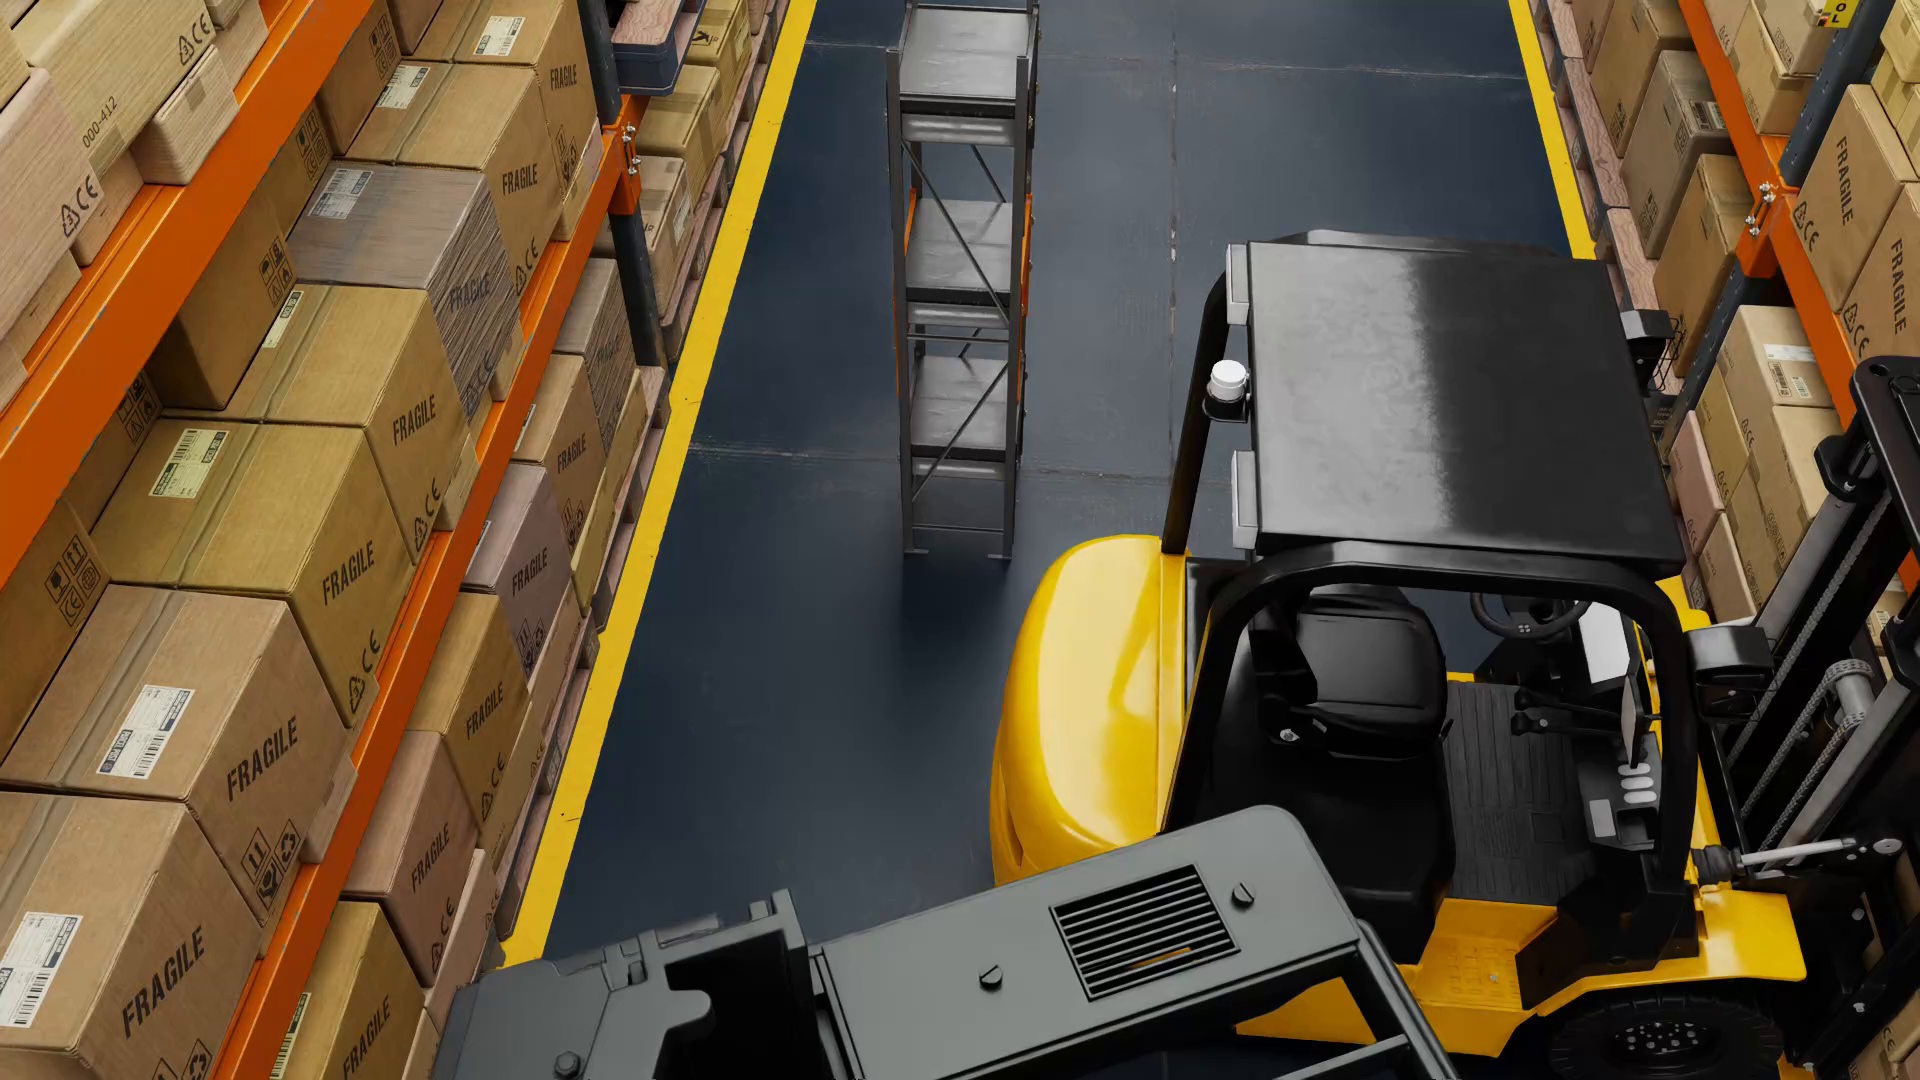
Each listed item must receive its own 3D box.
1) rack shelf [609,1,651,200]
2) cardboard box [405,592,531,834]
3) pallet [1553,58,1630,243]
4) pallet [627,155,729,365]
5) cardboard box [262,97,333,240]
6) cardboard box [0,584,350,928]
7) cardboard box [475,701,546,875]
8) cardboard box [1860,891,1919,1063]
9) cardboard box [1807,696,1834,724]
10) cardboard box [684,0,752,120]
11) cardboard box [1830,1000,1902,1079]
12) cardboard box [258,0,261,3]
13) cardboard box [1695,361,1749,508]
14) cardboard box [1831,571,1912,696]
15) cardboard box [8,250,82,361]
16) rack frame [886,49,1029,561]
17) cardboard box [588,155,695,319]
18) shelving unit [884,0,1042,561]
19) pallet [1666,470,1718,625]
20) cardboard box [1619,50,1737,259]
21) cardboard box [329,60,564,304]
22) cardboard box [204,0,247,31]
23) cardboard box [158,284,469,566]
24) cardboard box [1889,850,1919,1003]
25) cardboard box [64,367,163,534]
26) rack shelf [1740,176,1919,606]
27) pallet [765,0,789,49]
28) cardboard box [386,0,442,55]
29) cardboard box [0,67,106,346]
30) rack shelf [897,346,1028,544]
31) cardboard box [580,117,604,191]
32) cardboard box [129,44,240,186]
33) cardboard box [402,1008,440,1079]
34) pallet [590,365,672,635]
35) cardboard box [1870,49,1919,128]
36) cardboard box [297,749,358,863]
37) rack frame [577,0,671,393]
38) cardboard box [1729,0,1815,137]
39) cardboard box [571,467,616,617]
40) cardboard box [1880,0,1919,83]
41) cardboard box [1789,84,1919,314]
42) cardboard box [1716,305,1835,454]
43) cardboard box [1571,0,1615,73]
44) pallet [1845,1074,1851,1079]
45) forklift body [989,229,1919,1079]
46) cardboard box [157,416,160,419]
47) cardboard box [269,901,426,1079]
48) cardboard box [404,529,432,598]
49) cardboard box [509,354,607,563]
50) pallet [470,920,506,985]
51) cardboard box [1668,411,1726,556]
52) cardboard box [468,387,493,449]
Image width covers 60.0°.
[{"bbox_3d":[-1.509,-2.868,7.328,1.077,0.370,4.000,4,48,4],"label":"rack shelf"},{"bbox_3d":[-1.608,0.487,4.842,0.500,0.500,0.500,5,48,4],"label":"cardboard box"},{"bbox_3d":[3.389,-1.812,7.764,1.003,0.211,1.213,4,48,4],"label":"pallet"},{"bbox_3d":[-1.621,-1.272,7.270,1.003,0.211,1.213,4,48,4],"label":"pallet"},{"bbox_3d":[-2.088,-1.063,4.242,0.700,0.500,0.500,3,48,3],"label":"cardboard box"},{"bbox_3d":[-1.692,0.454,3.533,0.500,0.500,0.500,5,48,5],"label":"cardboard box"},{"bbox_3d":[-1.615,0.734,5.125,0.500,0.250,0.500,7,48,6],"label":"cardboard box"},{"bbox_3d":[2.704,1.120,4.433,0.500,0.250,0.500,3,48,3],"label":"cardboard box"},{"bbox_3d":[2.800,0.381,5.109,0.500,0.250,0.500,4,48,3],"label":"cardboard box"},{"bbox_3d":[-1.522,-2.321,7.836,0.950,0.372,0.625,5,48,5],"label":"cardboard box"},{"bbox_3d":[2.725,1.317,4.591,0.500,0.250,0.500,4,48,4],"label":"cardboard box"},{"bbox_3d":[-1.652,-1.187,3.440,0.380,0.149,0.250,3,48,3],"label":"cardboard box"},{"bbox_3d":[2.901,-0.358,5.784,0.500,0.250,0.500,4,48,3],"label":"cardboard box"},{"bbox_3d":[2.805,0.215,4.922,0.500,0.250,0.500,5,48,5],"label":"cardboard box"},{"bbox_3d":[-1.711,-0.426,2.744,0.380,0.149,0.250,4,48,3],"label":"cardboard box"},{"bbox_3d":[-0.007,-0.651,5.422,0.400,2.100,0.015,4,48,4],"label":"rack frame"},{"bbox_3d":[-1.646,-1.281,6.886,0.950,0.372,0.625,4,48,4],"label":"cardboard box"},{"bbox_3d":[0.015,-0.830,5.586,0.431,2.100,0.503,4,48,4],"label":"shelving unit"},{"bbox_3d":[3.138,0.213,5.912,1.003,0.211,1.213,4,48,4],"label":"pallet"},{"bbox_3d":[3.367,-1.604,7.009,0.875,0.625,0.625,3,48,3],"label":"cardboard box"},{"bbox_3d":[-1.524,-1.053,4.911,0.500,0.500,0.500,5,48,5],"label":"cardboard box"},{"bbox_3d":[-1.600,-1.241,3.220,0.500,0.250,0.500,5,48,4],"label":"cardboard box"},{"bbox_3d":[-1.609,-0.295,4.218,0.500,0.500,0.500,3,48,3],"label":"cardboard box"},{"bbox_3d":[2.696,0.972,4.230,0.500,0.250,0.500,4,48,4],"label":"cardboard box"},{"bbox_3d":[-2.229,-0.316,3.560,0.700,0.500,0.500,3,48,3],"label":"cardboard box"},{"bbox_3d":[3.070,0.402,4.337,1.077,0.370,4.000,4,48,4],"label":"rack shelf"},{"bbox_3d":[-1.399,-3.065,8.910,1.003,0.211,1.213,4,48,4],"label":"pallet"},{"bbox_3d":[-1.947,-1.804,4.920,0.700,0.500,0.500,3,48,3],"label":"cardboard box"},{"bbox_3d":[-1.689,-0.485,2.528,0.500,0.250,0.500,3,48,3],"label":"cardboard box"},{"bbox_3d":[0.015,-0.349,6.113,0.431,0.518,0.480,4,48,4],"label":"rack shelf"},{"bbox_3d":[-1.417,-1.300,5.576,0.380,0.149,0.250,3,48,3],"label":"cardboard box"},{"bbox_3d":[-1.588,-0.801,3.087,0.380,0.149,0.250,4,48,4],"label":"cardboard box"},{"bbox_3d":[-1.707,1.510,4.415,0.500,0.250,0.500,4,48,3],"label":"cardboard box"},{"bbox_3d":[-1.717,-0.204,6.294,1.003,0.211,1.213,4,48,4],"label":"pallet"},{"bbox_3d":[2.962,-1.346,4.941,0.380,0.149,0.250,3,48,3],"label":"cardboard box"},{"bbox_3d":[-1.636,0.588,3.850,0.380,0.149,0.250,5,48,4],"label":"cardboard box"},{"bbox_3d":[-1.691,-1.641,5.718,1.000,3.000,0.127,4,48,4],"label":"rack frame"},{"bbox_3d":[3.038,-1.647,5.825,0.500,0.250,0.500,5,48,4],"label":"cardboard box"},{"bbox_3d":[-1.516,-0.010,5.805,0.500,0.250,0.500,3,48,2],"label":"cardboard box"},{"bbox_3d":[2.928,-1.449,4.833,0.380,0.149,0.250,5,48,4],"label":"cardboard box"},{"bbox_3d":[2.952,-1.035,5.096,0.500,0.500,0.500,3,48,2],"label":"cardboard box"},{"bbox_3d":[2.896,-0.527,5.600,0.500,0.250,0.500,3,48,3],"label":"cardboard box"},{"bbox_3d":[3.495,-2.651,7.967,0.875,0.625,0.625,5,48,5],"label":"cardboard box"},{"bbox_3d":[2.916,2.006,4.272,1.003,0.211,1.213,4,48,4],"label":"pallet"},{"bbox_3d":[1.244,0.400,4.427,2.313,2.155,1.214,4,48,4],"label":"forklift body"},{"bbox_3d":[-2.116,-0.359,4.277,0.500,0.500,0.500,4,48,4],"label":"cardboard box"},{"bbox_3d":[-1.705,1.240,4.154,0.500,0.500,0.500,2,48,2],"label":"cardboard box"},{"bbox_3d":[-1.628,0.006,4.382,0.380,0.149,0.250,3,48,2],"label":"cardboard box"},{"bbox_3d":[-1.522,-0.281,5.545,0.500,0.500,0.500,5,48,4],"label":"cardboard box"},{"bbox_3d":[-1.939,1.589,4.654,1.003,0.211,1.213,4,48,4],"label":"pallet"},{"bbox_3d":[2.879,-0.191,5.970,0.500,0.250,0.500,4,48,4],"label":"cardboard box"},{"bbox_3d":[-1.559,-0.367,4.723,0.380,0.149,0.250,3,48,3],"label":"cardboard box"}]
